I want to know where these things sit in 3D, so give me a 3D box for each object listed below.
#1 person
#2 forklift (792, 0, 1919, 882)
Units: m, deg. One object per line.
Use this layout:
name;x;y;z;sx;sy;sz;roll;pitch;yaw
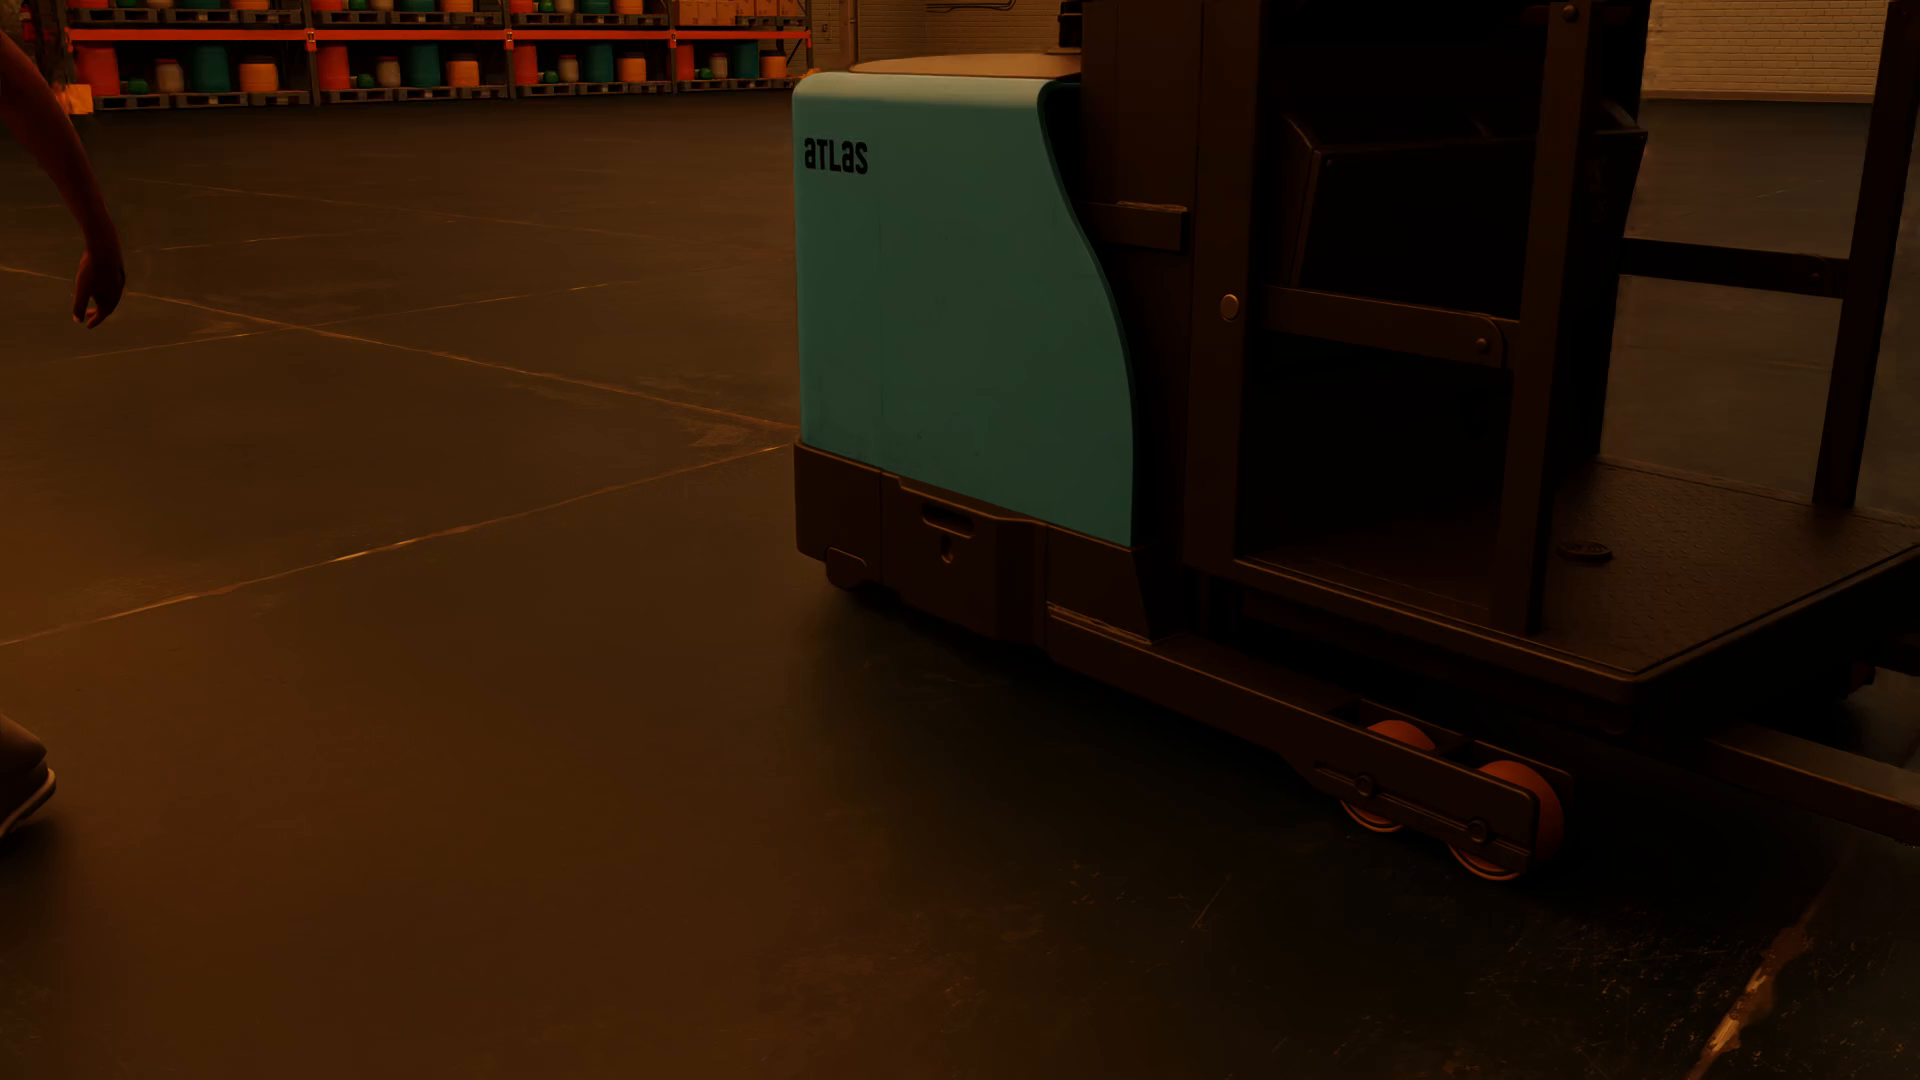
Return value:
person;-1.475;-0.230;2.030;0.478;1.617;0.893;3;17;10
forklift;0.973;-1.085;2.470;1.130;2.935;3.031;-14;22;-38
